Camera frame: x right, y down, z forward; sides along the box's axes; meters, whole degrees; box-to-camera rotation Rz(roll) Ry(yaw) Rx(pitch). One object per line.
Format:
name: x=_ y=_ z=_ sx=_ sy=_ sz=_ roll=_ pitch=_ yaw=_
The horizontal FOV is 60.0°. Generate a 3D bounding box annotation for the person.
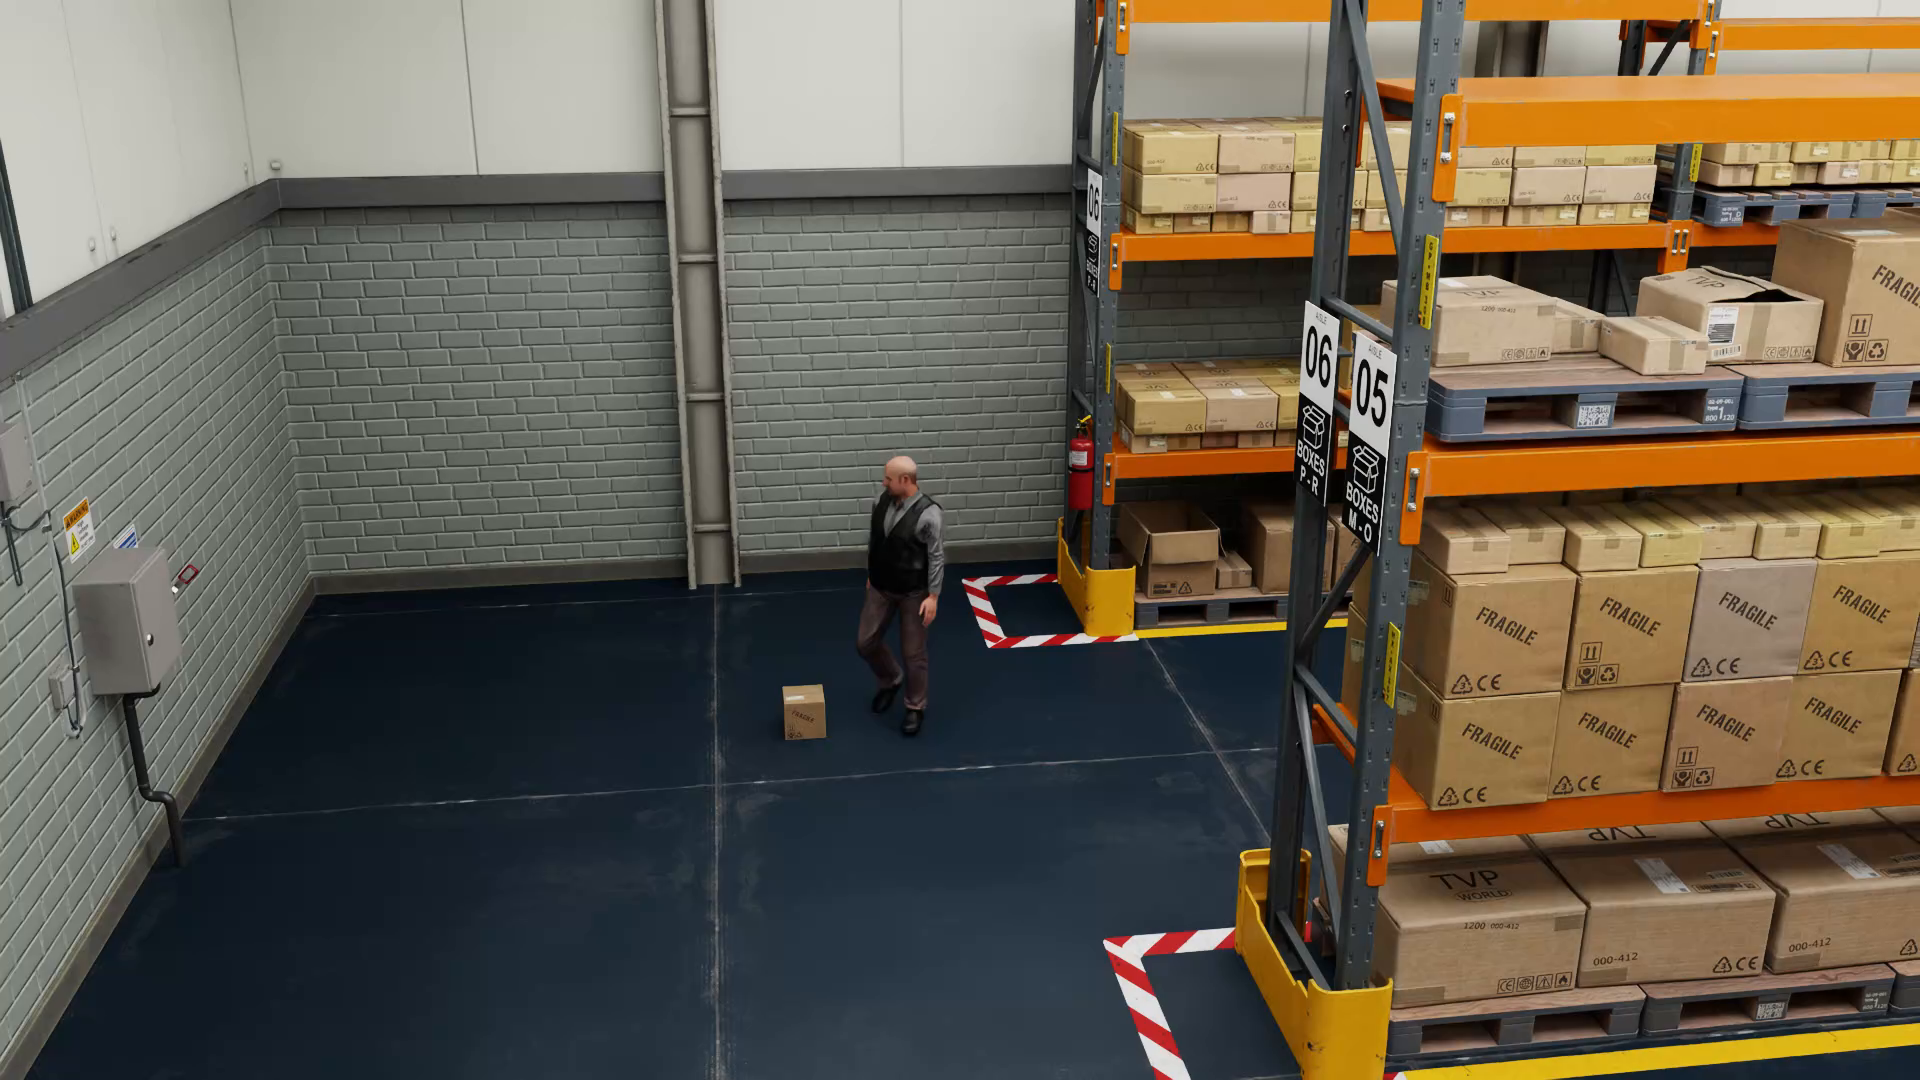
person: x=-0.350 y=0.327 z=10.213 sx=0.568 sy=1.752 sz=0.418 roll=13 pitch=23 yaw=31
